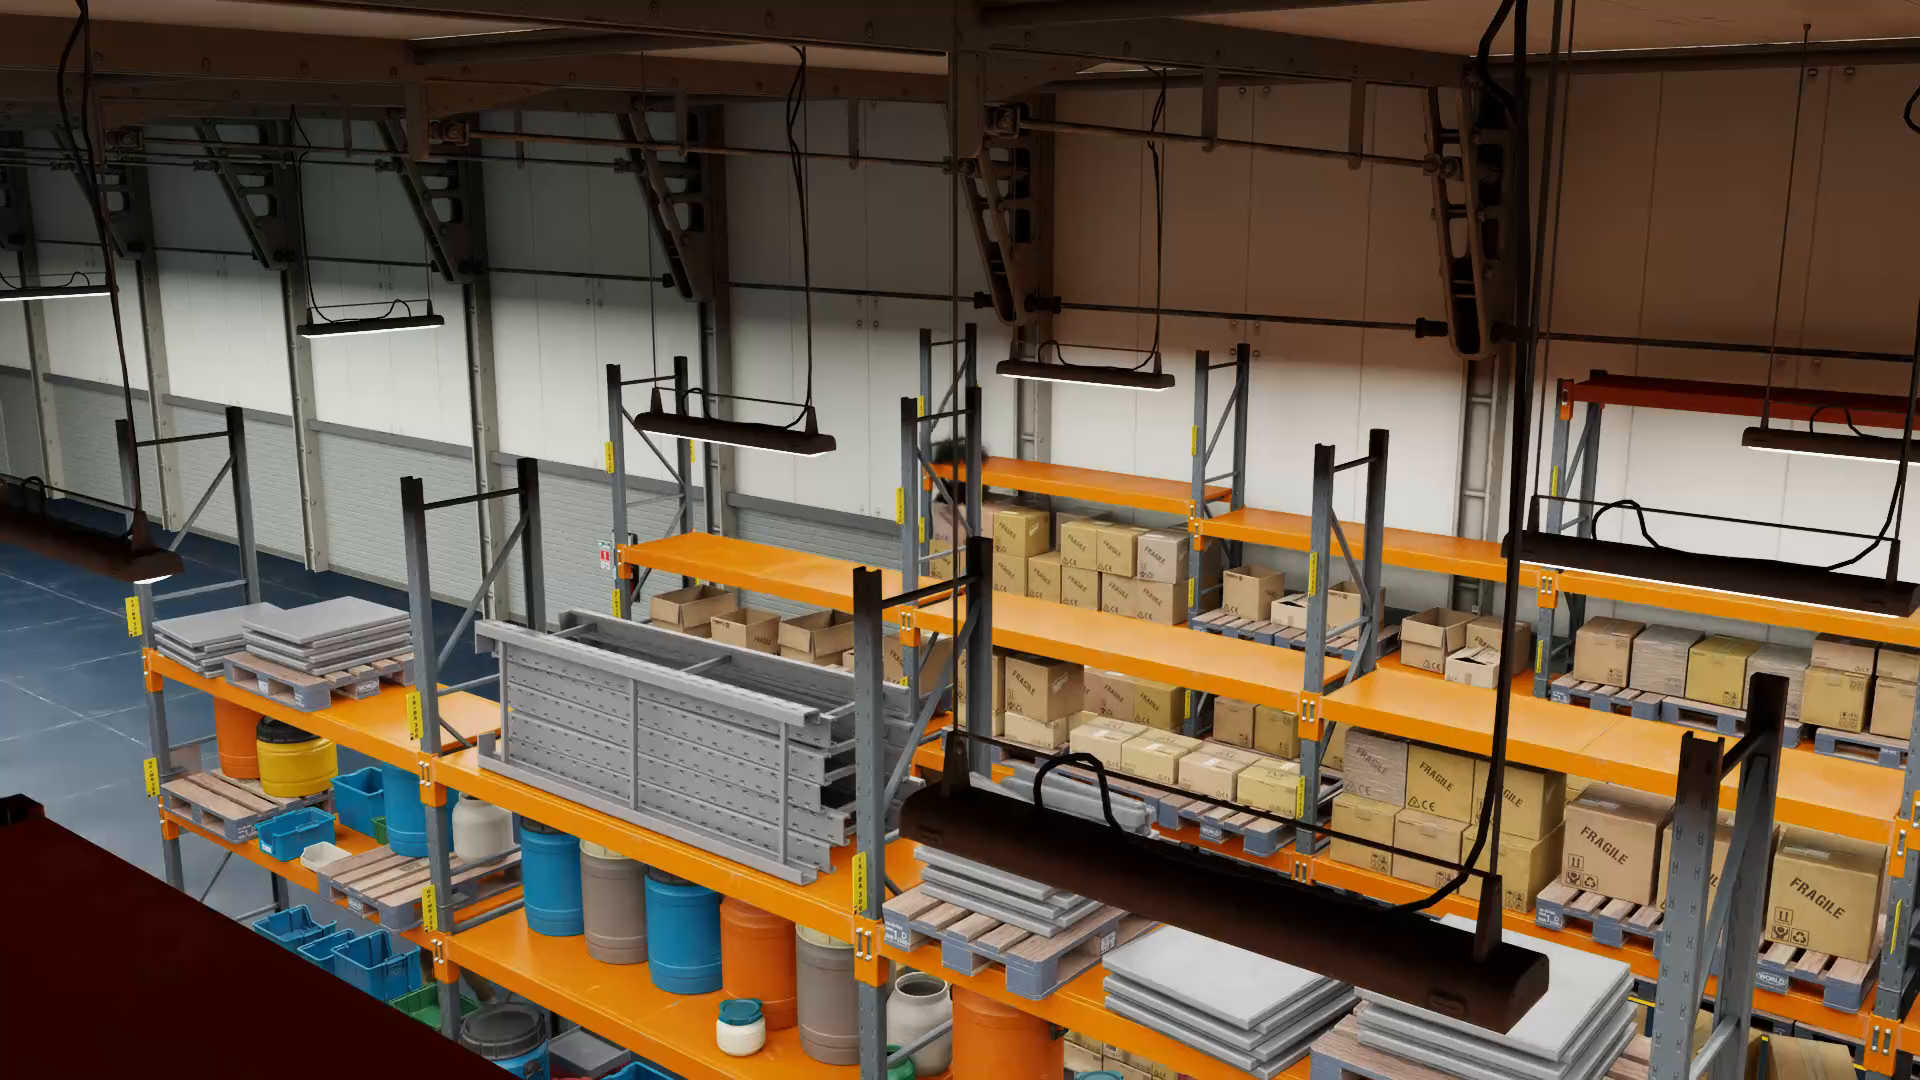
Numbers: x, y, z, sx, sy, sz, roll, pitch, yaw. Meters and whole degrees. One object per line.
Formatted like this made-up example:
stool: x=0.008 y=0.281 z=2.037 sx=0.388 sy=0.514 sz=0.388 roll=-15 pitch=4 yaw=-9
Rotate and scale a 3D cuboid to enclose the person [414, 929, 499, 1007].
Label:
person: x=-4.885 y=3.737 z=15.686 sx=0.941 sy=1.823 sz=0.740 roll=7 pitch=14 yaw=28
